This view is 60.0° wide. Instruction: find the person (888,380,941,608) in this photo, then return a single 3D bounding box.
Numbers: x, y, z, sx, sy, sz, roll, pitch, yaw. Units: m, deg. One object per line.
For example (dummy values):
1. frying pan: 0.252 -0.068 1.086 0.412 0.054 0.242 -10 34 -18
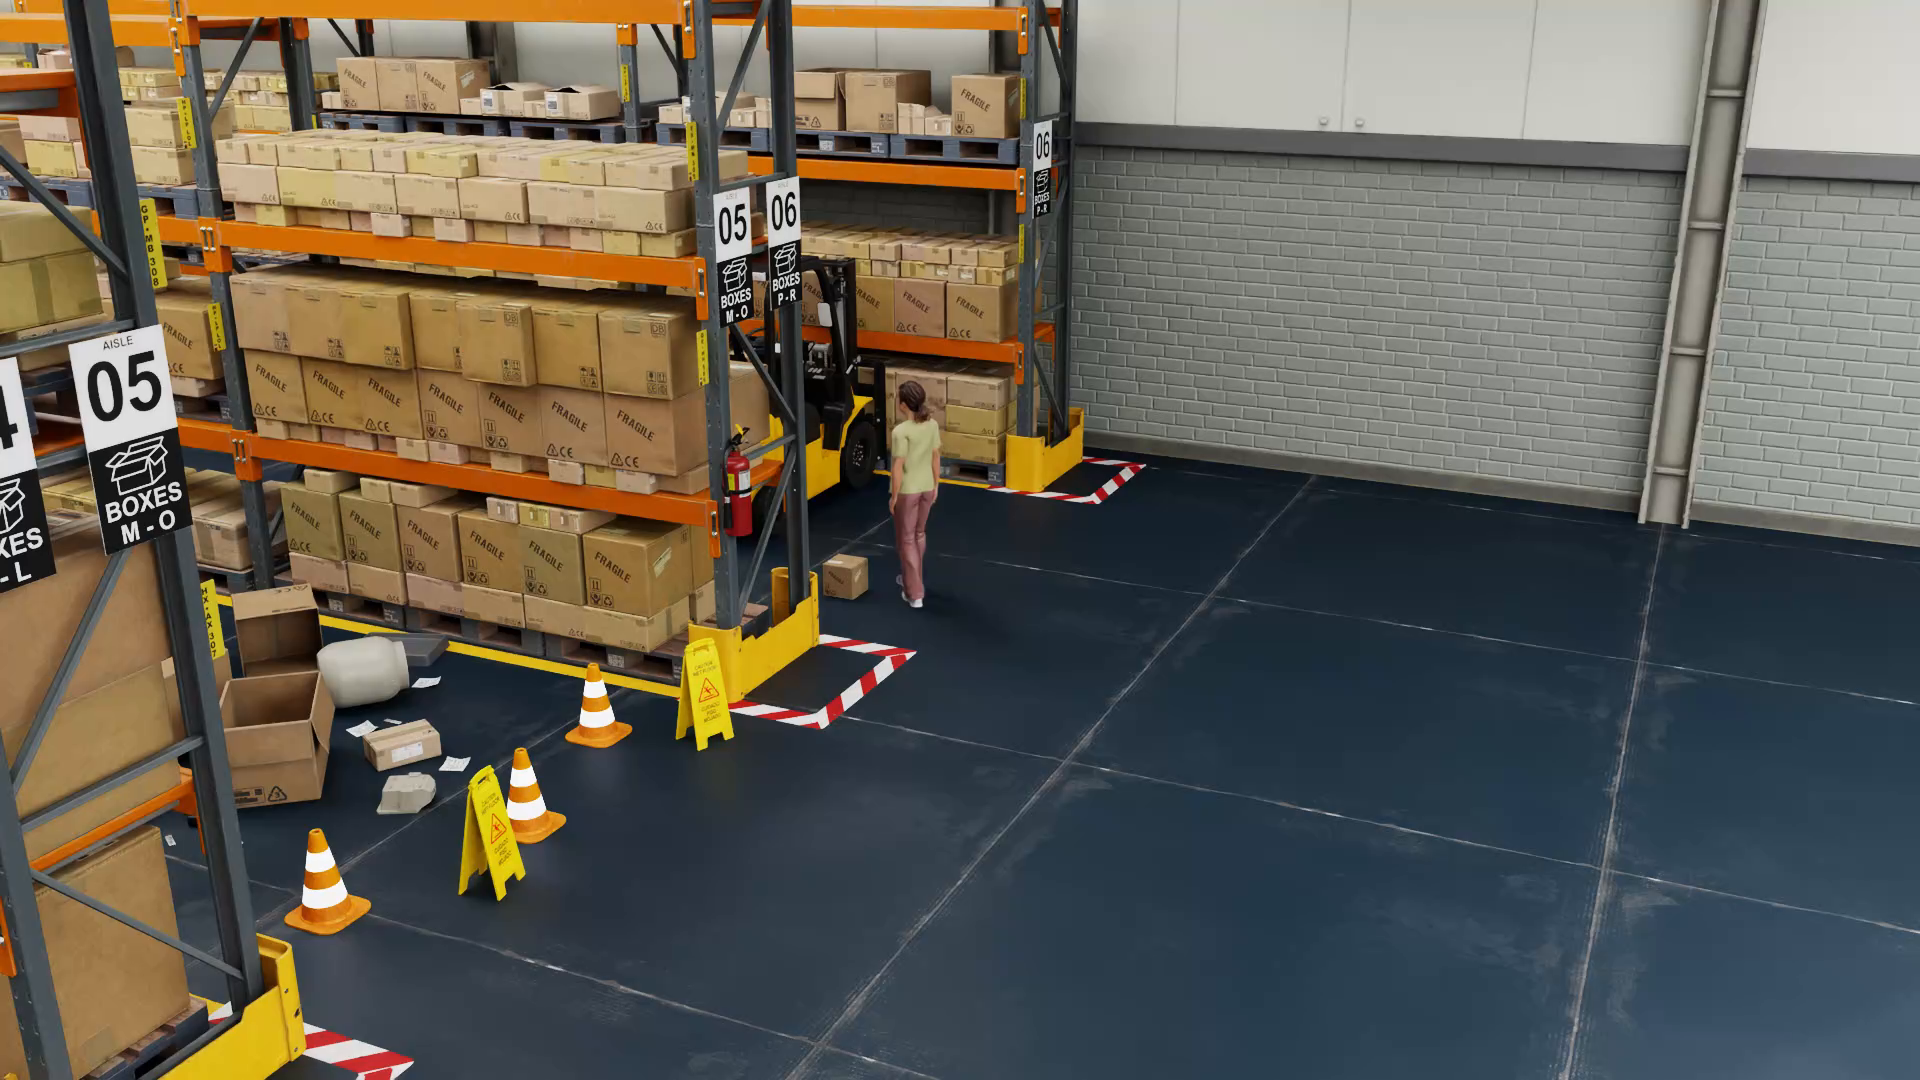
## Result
1. person: -0.417 -0.366 12.112 0.464 1.670 0.599 -17 25 -40
